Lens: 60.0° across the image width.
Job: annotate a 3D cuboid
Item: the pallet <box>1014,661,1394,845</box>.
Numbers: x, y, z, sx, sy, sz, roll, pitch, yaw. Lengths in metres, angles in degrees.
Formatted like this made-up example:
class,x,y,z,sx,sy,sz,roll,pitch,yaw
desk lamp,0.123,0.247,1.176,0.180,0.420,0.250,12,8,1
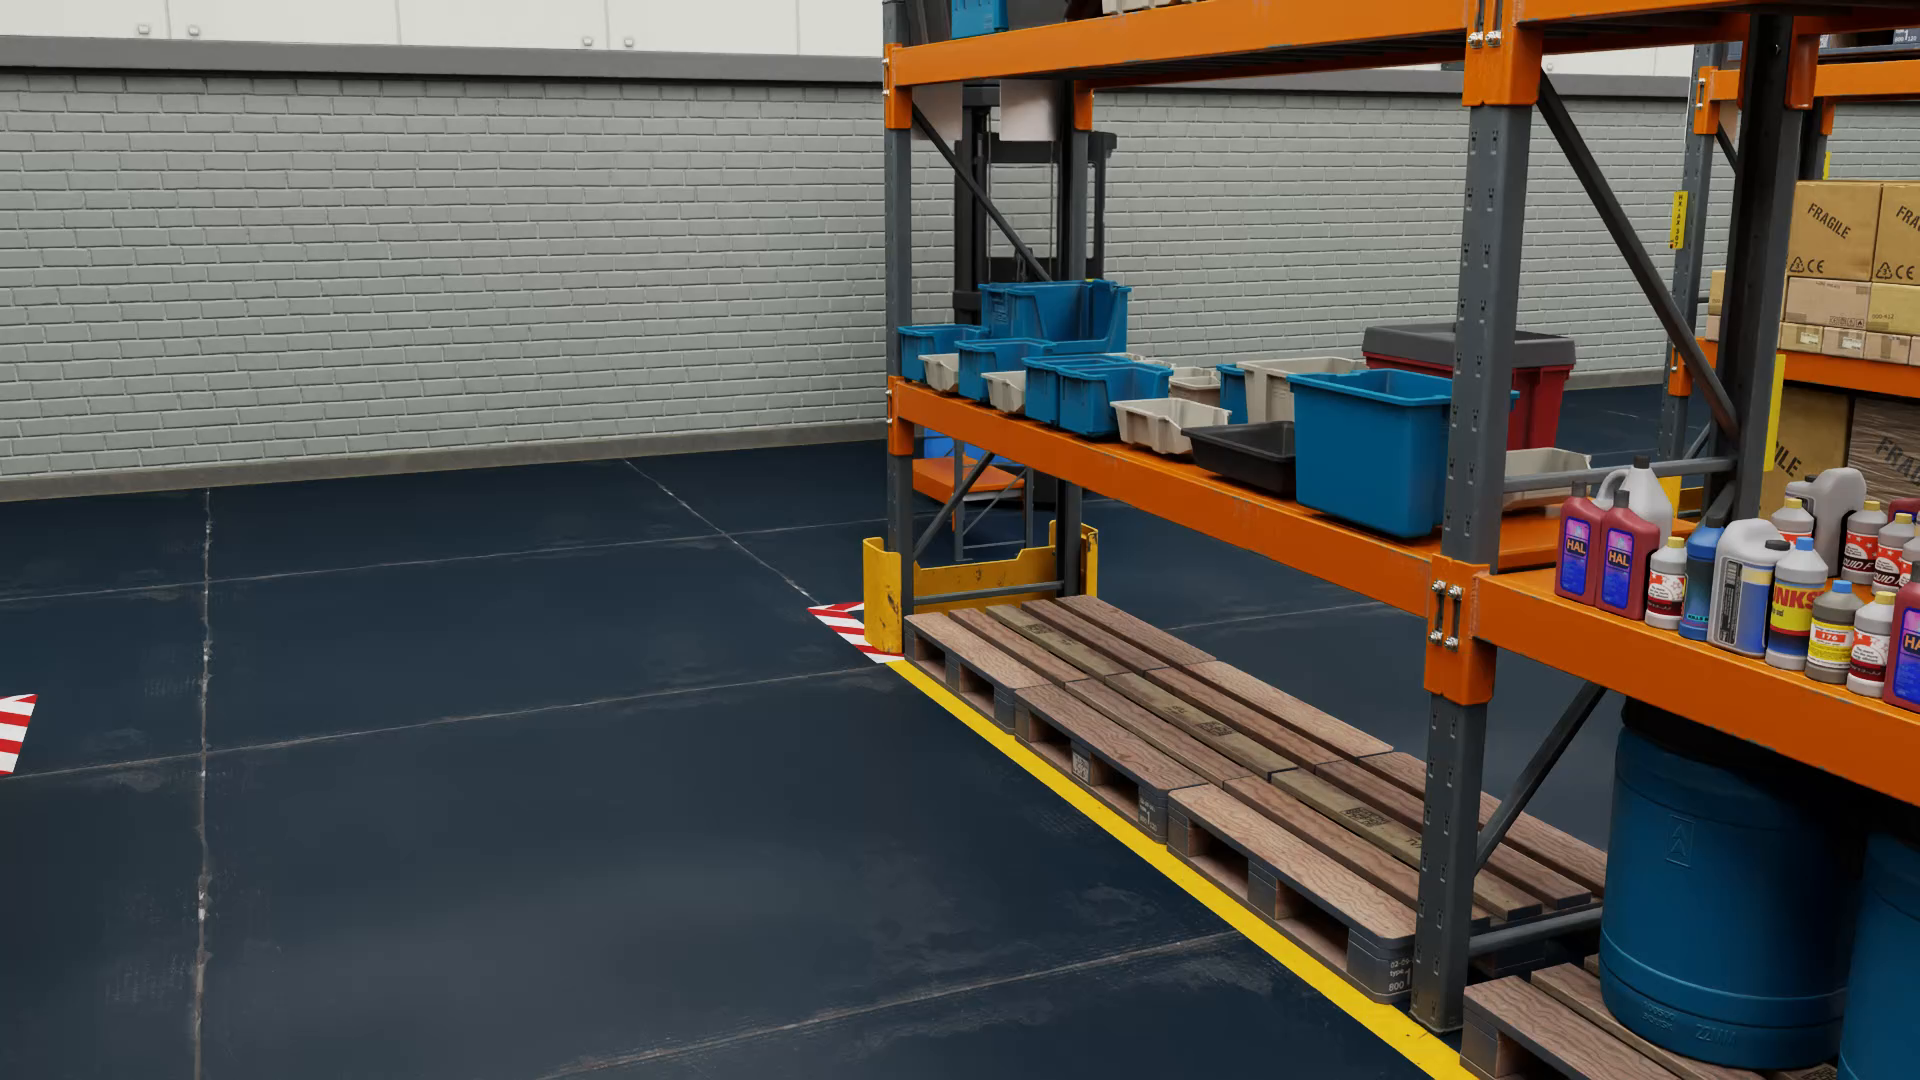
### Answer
class,x,y,z,sx,sy,sz,roll,pitch,yaw
pallet,0.910,0.792,6.482,1.003,0.211,1.213,-6,14,-23

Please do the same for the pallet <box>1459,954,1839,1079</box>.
class,x,y,z,sx,sy,sz,roll,pitch,yaw
pallet,2.004,1.356,4.045,1.003,0.211,1.213,-6,14,-23

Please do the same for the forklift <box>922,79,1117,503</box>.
class,x,y,z,sx,sy,sz,roll,pitch,yaw
forklift,0.549,-1.956,12.321,1.130,2.935,3.031,3,13,12

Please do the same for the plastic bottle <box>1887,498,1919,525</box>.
class,x,y,z,sx,sy,sz,roll,pitch,yaw
plastic bottle,2.321,-0.013,4.034,0.061,0.283,0.133,-6,14,-23

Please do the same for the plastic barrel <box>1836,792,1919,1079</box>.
class,x,y,z,sx,sy,sz,roll,pitch,yaw
plastic barrel,2.219,0.912,3.500,0.600,0.901,0.708,-6,14,-23

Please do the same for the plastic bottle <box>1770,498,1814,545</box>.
class,x,y,z,sx,sy,sz,roll,pitch,yaw
plastic bottle,2.080,-0.002,4.167,0.097,0.201,0.097,0,13,0

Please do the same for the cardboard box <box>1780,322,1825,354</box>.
class,x,y,z,sx,sy,sz,roll,pitch,yaw
cardboard box,4.715,-1.109,9.065,0.380,0.149,0.250,-6,14,-24

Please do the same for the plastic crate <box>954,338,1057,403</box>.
class,x,y,z,sx,sy,sz,roll,pitch,yaw
plastic crate,0.191,-0.723,7.082,0.416,0.233,0.300,-6,14,-23

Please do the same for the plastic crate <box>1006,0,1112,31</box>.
class,x,y,z,sx,sy,sz,roll,pitch,yaw
plastic crate,0.490,-2.083,6.204,0.504,0.338,0.767,-6,14,-23

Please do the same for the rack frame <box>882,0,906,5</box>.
class,x,y,z,sx,sy,sz,roll,pitch,yaw
rack frame,0.130,-3.915,7.330,1.000,3.000,0.127,-6,14,-23

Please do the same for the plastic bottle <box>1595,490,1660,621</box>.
class,x,y,z,sx,sy,sz,roll,pitch,yaw
plastic bottle,1.542,0.033,3.836,0.061,0.283,0.133,-6,14,-23

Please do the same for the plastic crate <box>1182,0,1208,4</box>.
class,x,y,z,sx,sy,sz,roll,pitch,yaw
plastic crate,0.874,-1.727,5.114,0.293,0.136,0.466,-6,14,-23

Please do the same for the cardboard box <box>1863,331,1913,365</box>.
class,x,y,z,sx,sy,sz,roll,pitch,yaw
cardboard box,4.922,-1.002,8.605,0.380,0.149,0.250,-6,14,-24

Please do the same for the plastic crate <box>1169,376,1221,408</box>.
class,x,y,z,sx,sy,sz,roll,pitch,yaw
plastic crate,0.995,-0.565,6.611,0.298,0.136,0.250,-6,14,-23

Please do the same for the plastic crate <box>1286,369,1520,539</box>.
class,x,y,z,sx,sy,sz,roll,pitch,yaw
plastic crate,1.233,-0.253,4.714,0.392,0.384,0.575,-6,14,-23

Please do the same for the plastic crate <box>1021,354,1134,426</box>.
class,x,y,z,sx,sy,sz,roll,pitch,yaw
plastic crate,0.455,-0.587,6.494,0.416,0.233,0.300,-6,14,-23

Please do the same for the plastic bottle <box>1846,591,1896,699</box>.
class,x,y,z,sx,sy,sz,roll,pitch,yaw
plastic bottle,1.815,0.203,3.281,0.097,0.201,0.097,0,13,0

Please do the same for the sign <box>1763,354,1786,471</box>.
class,x,y,z,sx,sy,sz,roll,pitch,yaw
sign,2.237,-0.350,4.617,0.100,0.325,0.005,-6,14,-23

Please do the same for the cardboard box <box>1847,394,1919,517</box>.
class,x,y,z,sx,sy,sz,roll,pitch,yaw
cardboard box,5.363,-0.296,8.779,0.875,0.875,0.875,-6,14,-23

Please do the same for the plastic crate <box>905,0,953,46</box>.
class,x,y,z,sx,sy,sz,roll,pitch,yaw
plastic crate,0.029,-2.286,7.230,0.497,0.269,0.590,-6,14,-23

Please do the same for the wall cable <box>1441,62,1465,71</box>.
class,x,y,z,sx,sy,sz,roll,pitch,yaw
wall cable,5.562,-7.410,15.293,2.277,5.999,0.120,-6,14,-23

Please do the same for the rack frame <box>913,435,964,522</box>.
class,x,y,z,sx,sy,sz,roll,pitch,yaw
rack frame,-0.206,-0.654,10.703,0.500,1.125,0.032,-6,14,-23

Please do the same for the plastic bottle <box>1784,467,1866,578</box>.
class,x,y,z,sx,sy,sz,roll,pitch,yaw
plastic bottle,2.187,-0.054,4.224,0.152,0.276,0.135,-6,14,-23

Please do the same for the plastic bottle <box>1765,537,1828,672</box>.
class,x,y,z,sx,sy,sz,roll,pitch,yaw
plastic bottle,1.737,0.129,3.447,0.097,0.271,0.097,0,13,0

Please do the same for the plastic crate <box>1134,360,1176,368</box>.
class,x,y,z,sx,sy,sz,roll,pitch,yaw
plastic crate,0.726,-0.680,7.107,0.396,0.136,0.243,-6,14,-23

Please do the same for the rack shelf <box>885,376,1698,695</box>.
class,x,y,z,sx,sy,sz,roll,pitch,yaw
rack shelf,0.932,-0.229,6.302,1.077,0.370,4.000,-6,14,-23

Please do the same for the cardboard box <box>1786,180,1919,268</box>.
class,x,y,z,sx,sy,sz,roll,pitch,yaw
cardboard box,5.105,-1.800,9.506,0.500,0.500,0.500,-5,14,-22

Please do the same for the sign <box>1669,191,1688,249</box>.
class,x,y,z,sx,sy,sz,roll,pitch,yaw
sign,4.158,-1.851,9.621,0.100,0.325,0.005,-6,14,-23

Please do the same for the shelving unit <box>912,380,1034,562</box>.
class,x,y,z,sx,sy,sz,roll,pitch,yaw
shelving unit,-0.003,-0.549,10.249,0.538,1.125,1.048,-6,14,-23

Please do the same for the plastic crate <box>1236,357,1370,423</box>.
class,x,y,z,sx,sy,sz,roll,pitch,yaw
plastic crate,1.290,-0.470,5.877,0.437,0.282,0.530,-6,14,-23

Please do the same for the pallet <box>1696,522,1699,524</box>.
class,x,y,z,sx,sy,sz,roll,pitch,yaw
pallet,5.061,0.077,9.570,1.003,0.211,1.213,-6,14,-23

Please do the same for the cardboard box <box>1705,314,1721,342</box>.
class,x,y,z,sx,sy,sz,roll,pitch,yaw
cardboard box,4.508,-1.214,9.522,0.380,0.149,0.250,-5,14,-22

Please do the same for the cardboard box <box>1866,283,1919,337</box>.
class,x,y,z,sx,sy,sz,roll,pitch,yaw
cardboard box,5.026,-1.177,8.477,0.500,0.250,0.500,-6,14,-25

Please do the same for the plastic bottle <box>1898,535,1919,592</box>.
class,x,y,z,sx,sy,sz,roll,pitch,yaw
plastic bottle,2.226,0.073,3.841,0.097,0.201,0.097,0,13,0

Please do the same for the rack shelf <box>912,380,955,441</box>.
class,x,y,z,sx,sy,sz,roll,pitch,yaw
rack shelf,-0.003,-0.835,10.183,0.538,0.278,1.000,-6,14,-23

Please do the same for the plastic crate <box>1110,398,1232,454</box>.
class,x,y,z,sx,sy,sz,roll,pitch,yaw
plastic crate,0.760,-0.400,5.896,0.293,0.136,0.466,-6,14,-23

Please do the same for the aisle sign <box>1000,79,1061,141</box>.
class,x,y,z,sx,sy,sz,roll,pitch,yaw
aisle sign,0.370,-2.300,7.892,0.394,0.787,0.004,-6,14,-23

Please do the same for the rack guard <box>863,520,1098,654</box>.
class,x,y,z,sx,sy,sz,roll,pitch,yaw
rack guard,0.109,0.221,8.304,1.175,0.500,0.348,-6,14,-23

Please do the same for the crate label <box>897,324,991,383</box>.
class,x,y,z,sx,sy,sz,roll,pitch,yaw
crate label,-0.072,-0.860,7.669,0.416,0.233,0.303,-6,14,-23

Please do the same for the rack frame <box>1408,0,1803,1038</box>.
class,x,y,z,sx,sy,sz,roll,pitch,yaw
rack frame,1.733,-0.166,4.435,1.000,3.000,0.127,-6,14,-23

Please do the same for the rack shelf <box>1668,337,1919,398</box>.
class,x,y,z,sx,sy,sz,roll,pitch,yaw
rack shelf,5.470,-0.676,8.235,1.077,0.370,4.000,-6,14,-23

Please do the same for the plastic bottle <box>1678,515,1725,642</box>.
class,x,y,z,sx,sy,sz,roll,pitch,yaw
plastic bottle,1.644,0.081,3.654,0.097,0.271,0.097,0,13,0

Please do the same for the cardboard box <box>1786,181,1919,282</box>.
class,x,y,z,sx,sy,sz,roll,pitch,yaw
cardboard box,4.814,-1.650,8.858,0.500,0.500,0.500,-6,14,-24

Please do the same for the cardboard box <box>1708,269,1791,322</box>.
class,x,y,z,sx,sy,sz,roll,pitch,yaw
cardboard box,4.613,-1.388,9.389,0.500,0.250,0.500,-6,14,-24

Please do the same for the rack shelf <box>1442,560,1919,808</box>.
class,x,y,z,sx,sy,sz,roll,pitch,yaw
rack shelf,2.534,0.598,2.731,1.077,0.370,4.000,-6,14,-23
